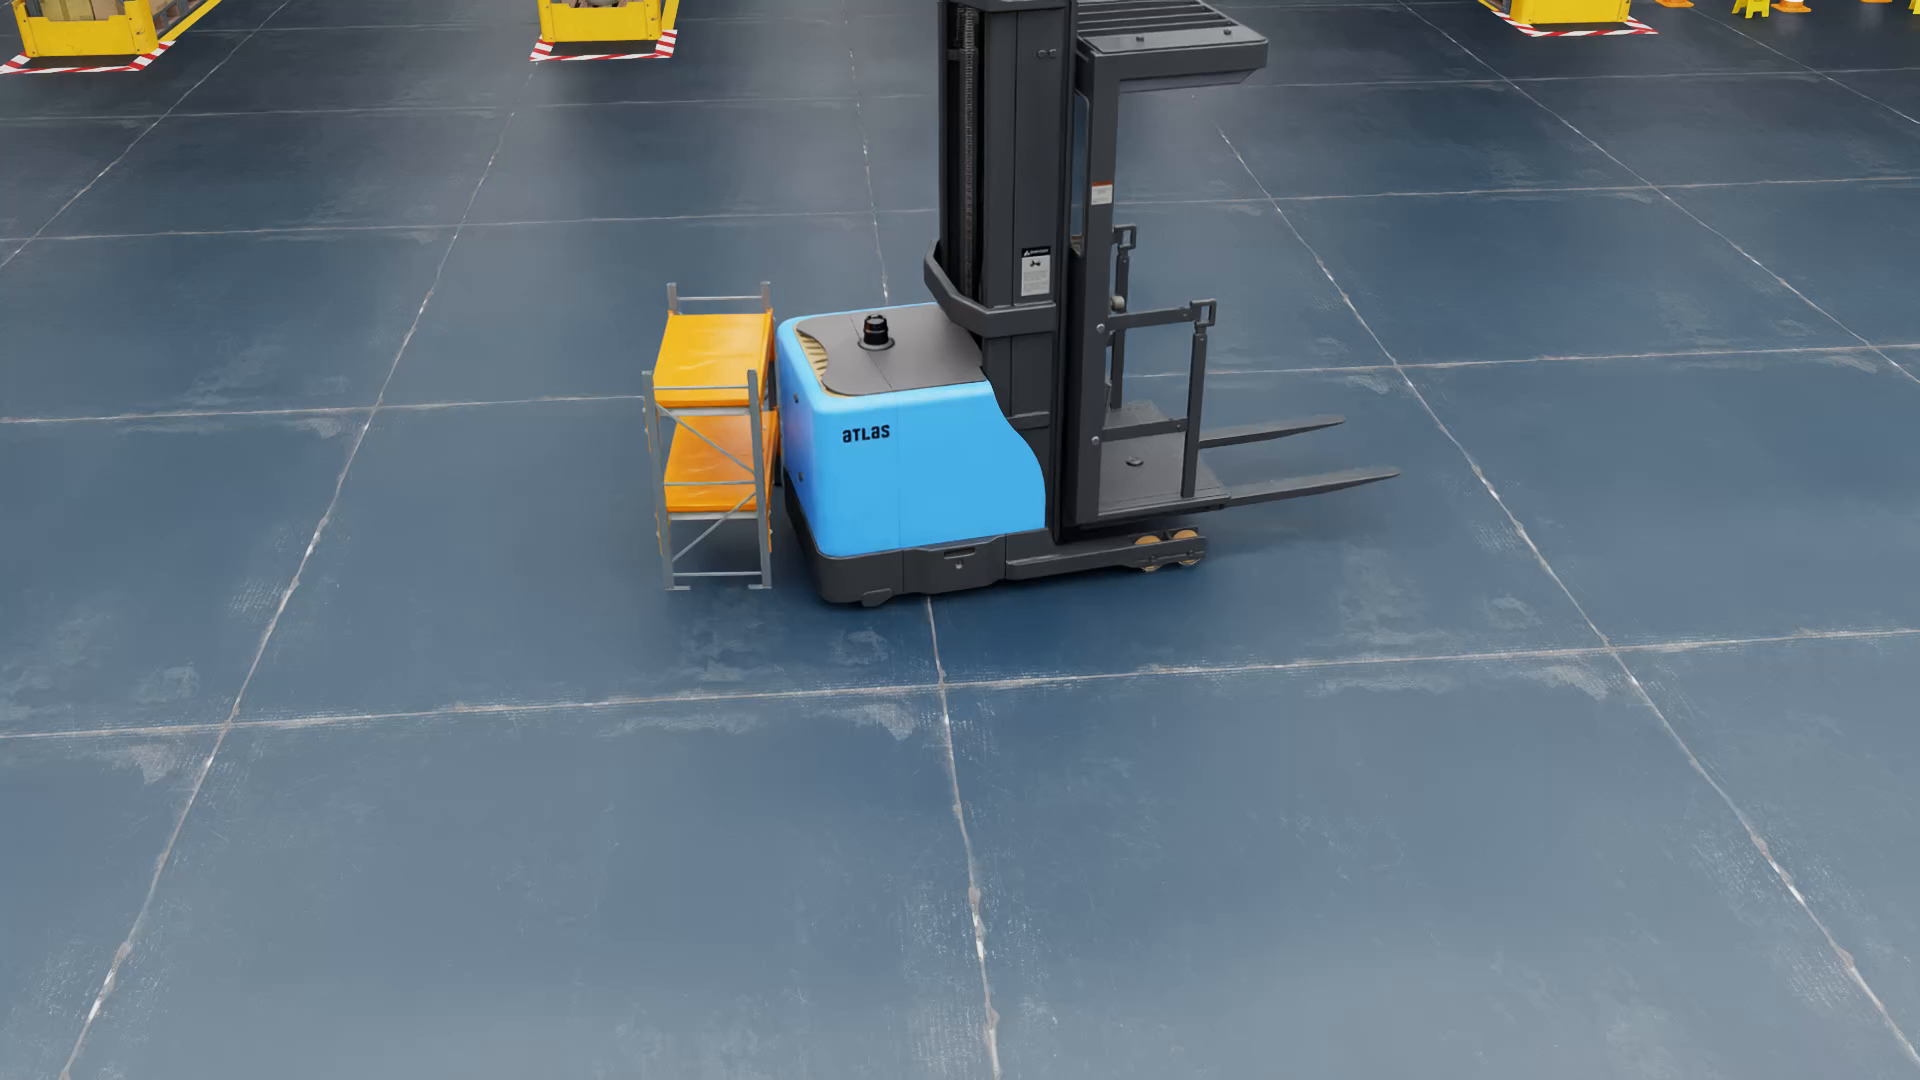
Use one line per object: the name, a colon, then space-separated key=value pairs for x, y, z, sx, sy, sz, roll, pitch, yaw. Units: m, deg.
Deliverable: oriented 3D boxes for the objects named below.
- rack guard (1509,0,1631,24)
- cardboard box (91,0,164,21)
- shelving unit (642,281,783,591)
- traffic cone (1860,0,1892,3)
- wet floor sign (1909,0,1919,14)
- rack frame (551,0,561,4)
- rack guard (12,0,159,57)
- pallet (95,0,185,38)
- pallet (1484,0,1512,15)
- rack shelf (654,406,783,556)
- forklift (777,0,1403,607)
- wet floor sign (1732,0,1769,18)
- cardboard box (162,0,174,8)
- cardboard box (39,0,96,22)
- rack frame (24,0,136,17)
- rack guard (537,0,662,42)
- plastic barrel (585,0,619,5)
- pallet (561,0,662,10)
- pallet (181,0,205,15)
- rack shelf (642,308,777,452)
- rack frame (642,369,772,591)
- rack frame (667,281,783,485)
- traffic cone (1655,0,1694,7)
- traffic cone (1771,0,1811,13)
rack guard: x=6.344 y=-5.652 z=17.225 sx=1.175 sy=0.500 sz=0.348 roll=-3 pitch=31 yaw=-5
cardboard box: x=-8.298 y=-5.363 z=16.575 sx=0.500 sy=0.250 sz=0.500 roll=-3 pitch=31 yaw=-5
shelving unit: x=-1.163 y=-0.516 z=8.016 sx=0.538 sy=1.125 sz=1.048 roll=-1 pitch=31 yaw=-2
traffic cone: x=9.936 y=-6.095 z=18.003 sx=0.336 sy=0.463 sz=0.334 roll=-3 pitch=31 yaw=-5
wet floor sign: x=10.213 y=-5.867 z=17.443 sx=0.267 sy=0.644 sz=0.232 roll=8 pitch=32 yaw=13
rack frame: x=-3.537 y=-6.314 z=15.896 sx=1.000 sy=3.000 sz=0.127 roll=-3 pitch=31 yaw=-5
rack guard: x=-8.467 y=-4.993 z=16.122 sx=1.175 sy=0.500 sz=0.348 roll=-3 pitch=31 yaw=-5
pallet: x=-8.583 y=-5.270 z=16.867 sx=1.003 sy=0.211 sz=1.213 roll=-3 pitch=31 yaw=-5
pallet: x=6.189 y=-5.945 z=17.997 sx=1.003 sy=0.211 sz=1.213 roll=-3 pitch=31 yaw=-5
rack shelf: x=-1.163 y=-0.306 z=8.142 sx=0.538 sy=0.278 sz=1.000 roll=-1 pitch=31 yaw=-2
forklift: x=0.691 y=-1.363 z=7.673 sx=3.031 sy=2.935 sz=1.130 roll=-8 pitch=32 yaw=-13
wet floor sign: x=8.316 y=-5.807 z=17.342 sx=0.267 sy=0.644 sz=0.232 roll=-8 pitch=32 yaw=-13
cardboard box: x=-8.348 y=-5.618 z=17.002 sx=0.500 sy=0.250 sz=0.500 roll=-3 pitch=31 yaw=-5
cardboard box: x=-8.814 y=-5.338 z=16.534 sx=0.500 sy=0.250 sz=0.500 roll=-3 pitch=31 yaw=-5
rack frame: x=-8.469 y=-6.079 z=15.502 sx=1.000 sy=3.000 sz=0.127 roll=-3 pitch=31 yaw=-5
rack guard: x=-3.591 y=-5.277 z=16.598 sx=1.175 sy=0.500 sz=0.348 roll=-3 pitch=31 yaw=-5
plastic barrel: x=-3.675 y=-5.759 z=16.982 sx=0.421 sy=0.512 sz=0.421 roll=0 pitch=31 yaw=0
pallet: x=-3.662 y=-5.568 z=17.367 sx=1.003 sy=0.211 sz=1.213 roll=-3 pitch=31 yaw=-5
pallet: x=-8.693 y=-5.891 z=17.907 sx=1.003 sy=0.211 sz=1.213 roll=-3 pitch=31 yaw=-5
rack shelf: x=-1.164 y=-0.767 z=7.866 sx=0.538 sy=0.278 sz=1.000 roll=-1 pitch=31 yaw=-2
rack frame: x=-1.142 y=-0.256 z=7.580 sx=0.500 sy=1.125 sz=0.032 roll=-1 pitch=31 yaw=-2
rack frame: x=-1.185 y=-0.777 z=8.452 sx=0.500 sy=1.125 sz=0.032 roll=-1 pitch=31 yaw=-2
traffic cone: x=7.706 y=-5.987 z=17.823 sx=0.336 sy=0.463 sz=0.334 roll=-3 pitch=31 yaw=-5
traffic cone: x=8.863 y=-5.868 z=17.623 sx=0.336 sy=0.463 sz=0.334 roll=-3 pitch=31 yaw=-5
